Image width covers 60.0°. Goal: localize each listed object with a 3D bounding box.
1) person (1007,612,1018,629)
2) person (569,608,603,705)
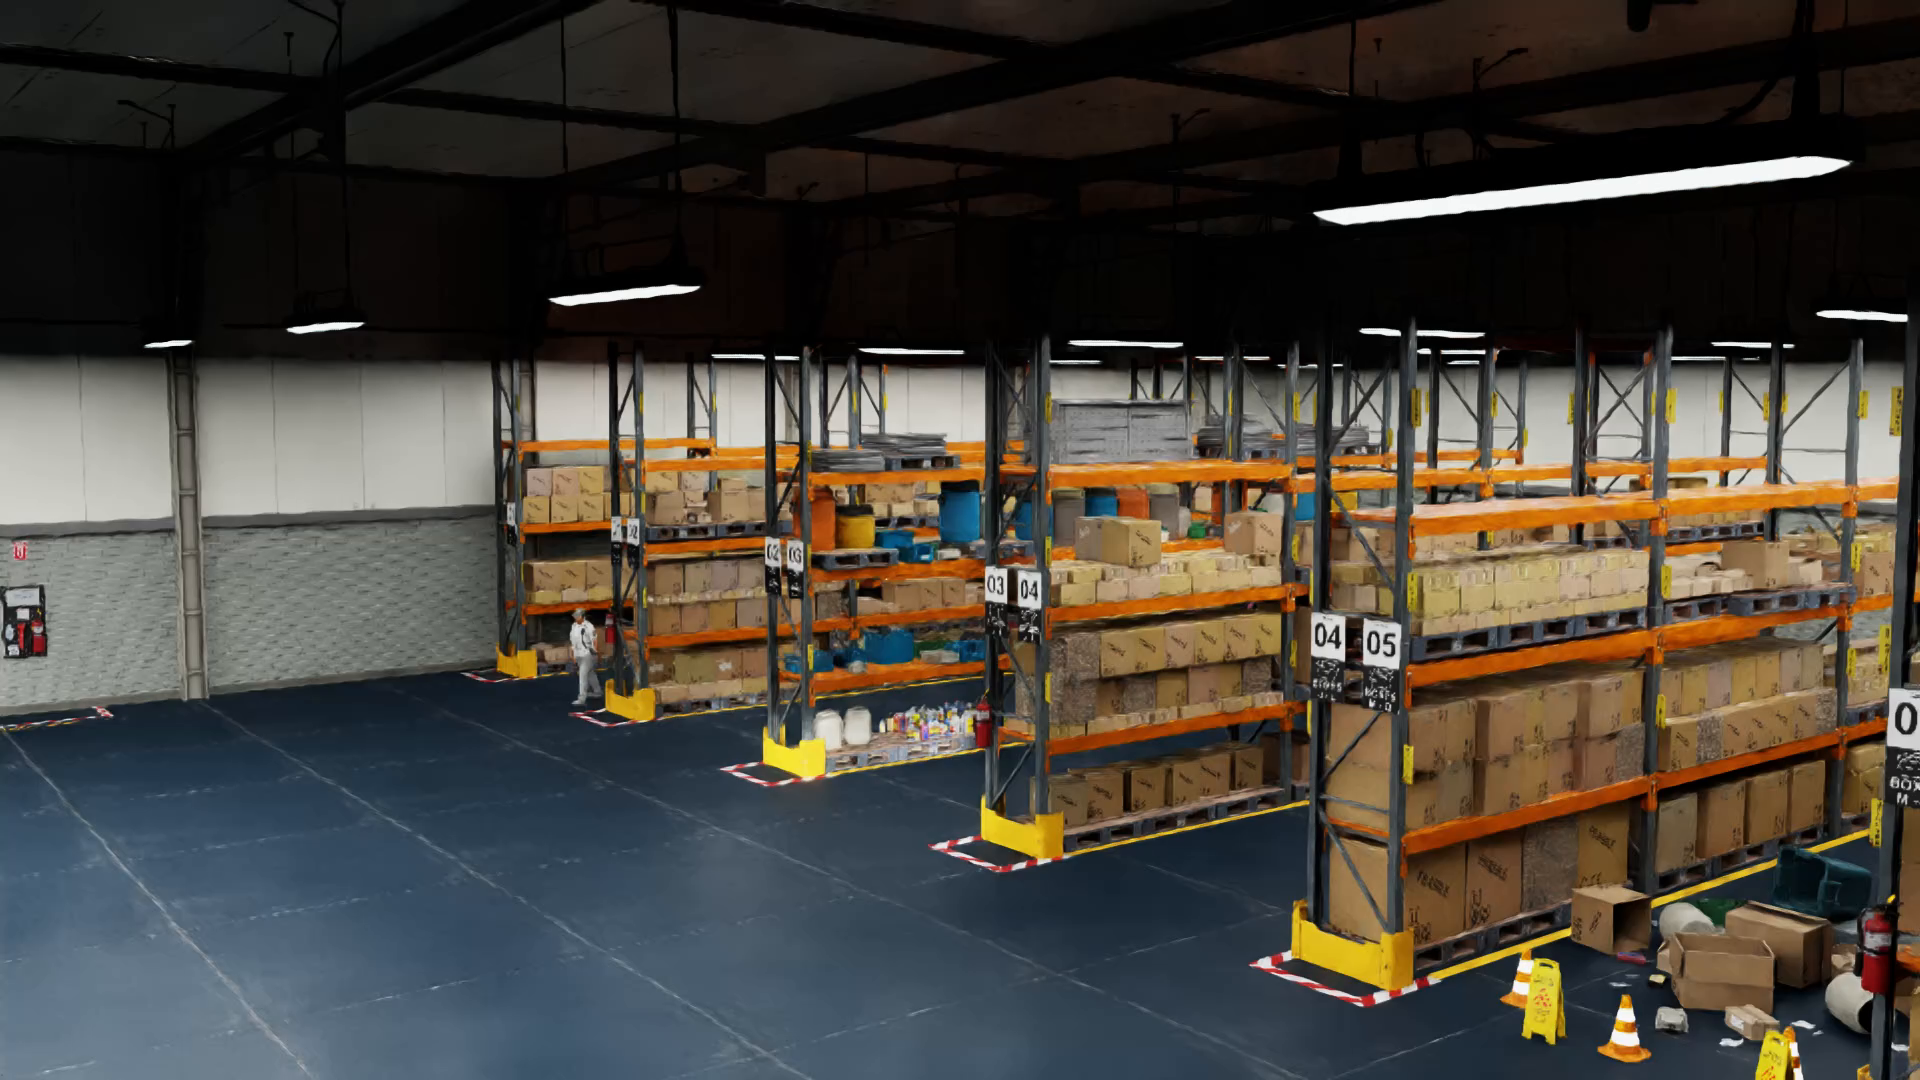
[{"bbox_3d":[1.096,1.206,35.792,1.099,1.586,0.449,-4,6,-39],"label":"person"},{"bbox_3d":[-6.286,1.912,27.861,0.518,1.592,0.945,3,6,33],"label":"person"}]
